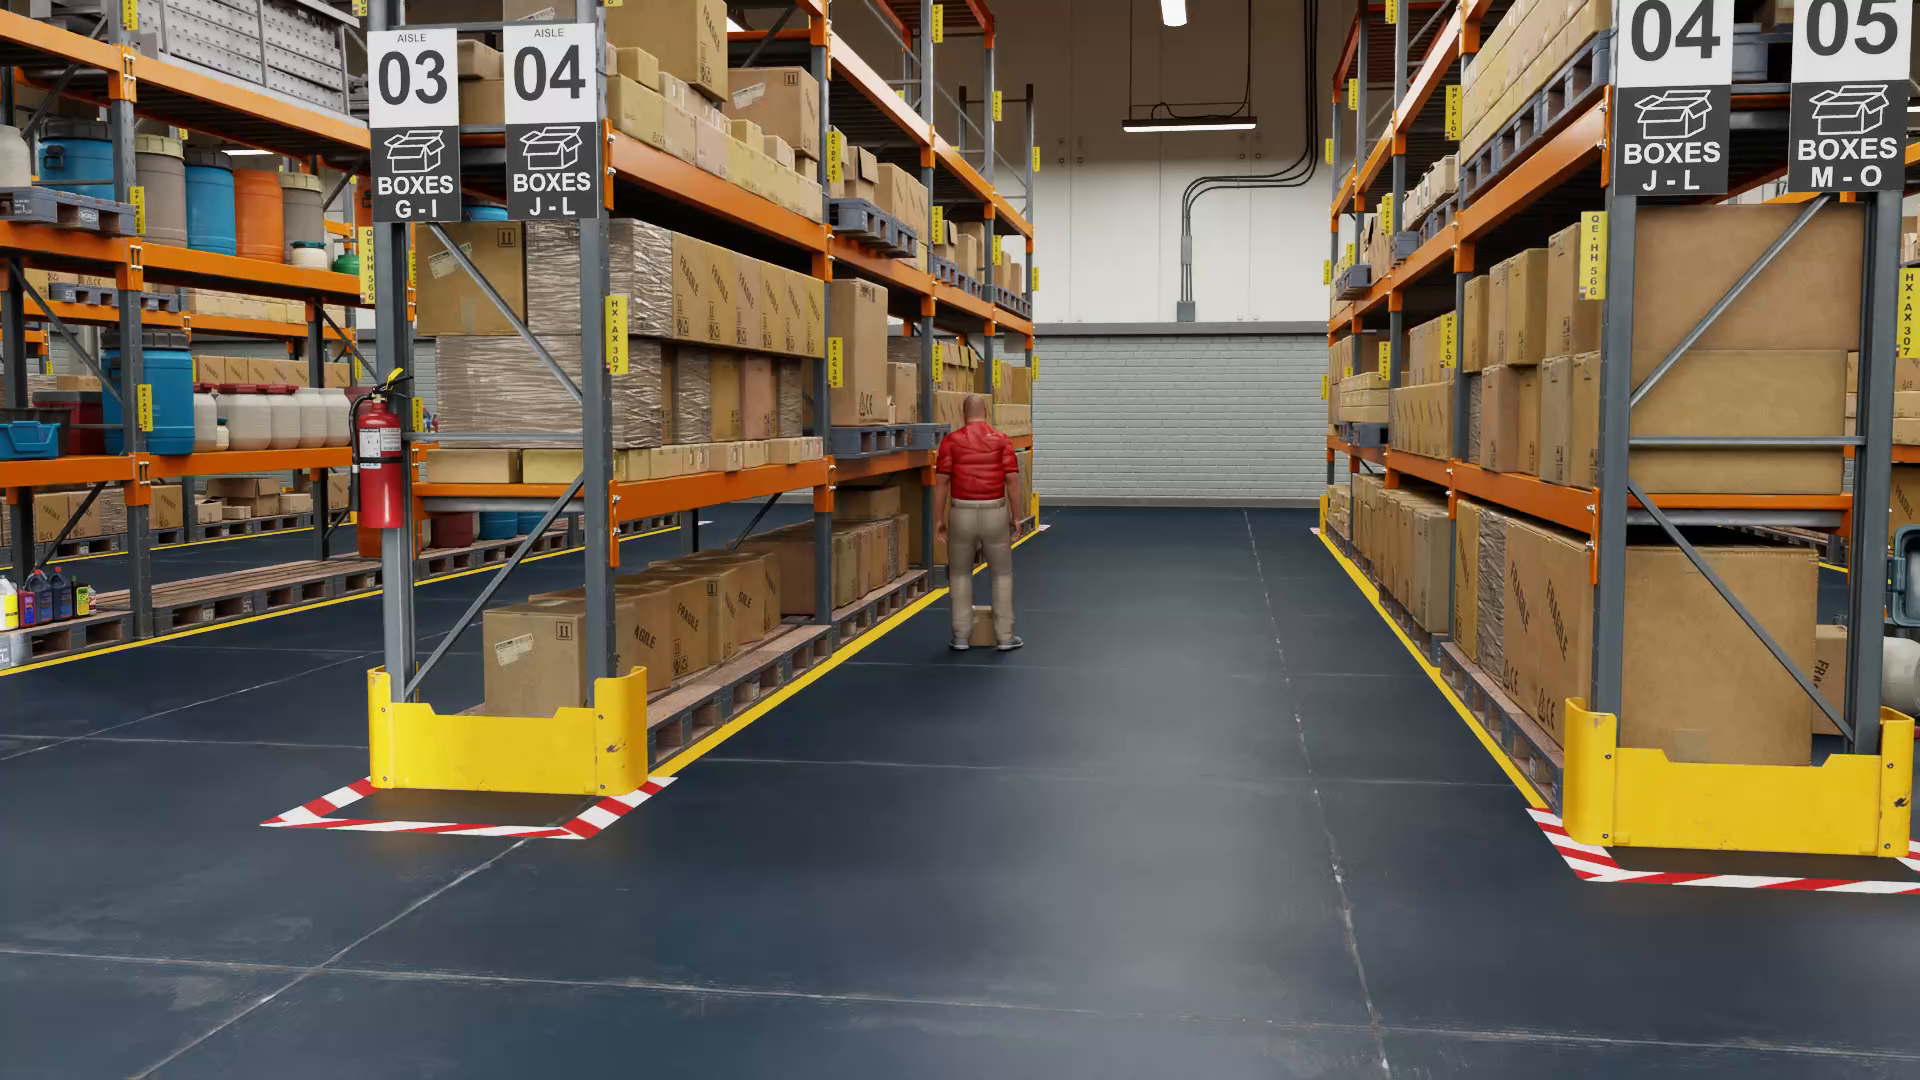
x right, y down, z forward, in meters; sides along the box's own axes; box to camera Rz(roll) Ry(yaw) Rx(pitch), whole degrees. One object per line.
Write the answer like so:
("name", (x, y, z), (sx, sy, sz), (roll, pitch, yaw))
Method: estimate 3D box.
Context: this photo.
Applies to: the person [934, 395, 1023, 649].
("person", (0.128, -0.121, 11.284), (0.608, 1.726, 0.394), (0, 4, 2))
